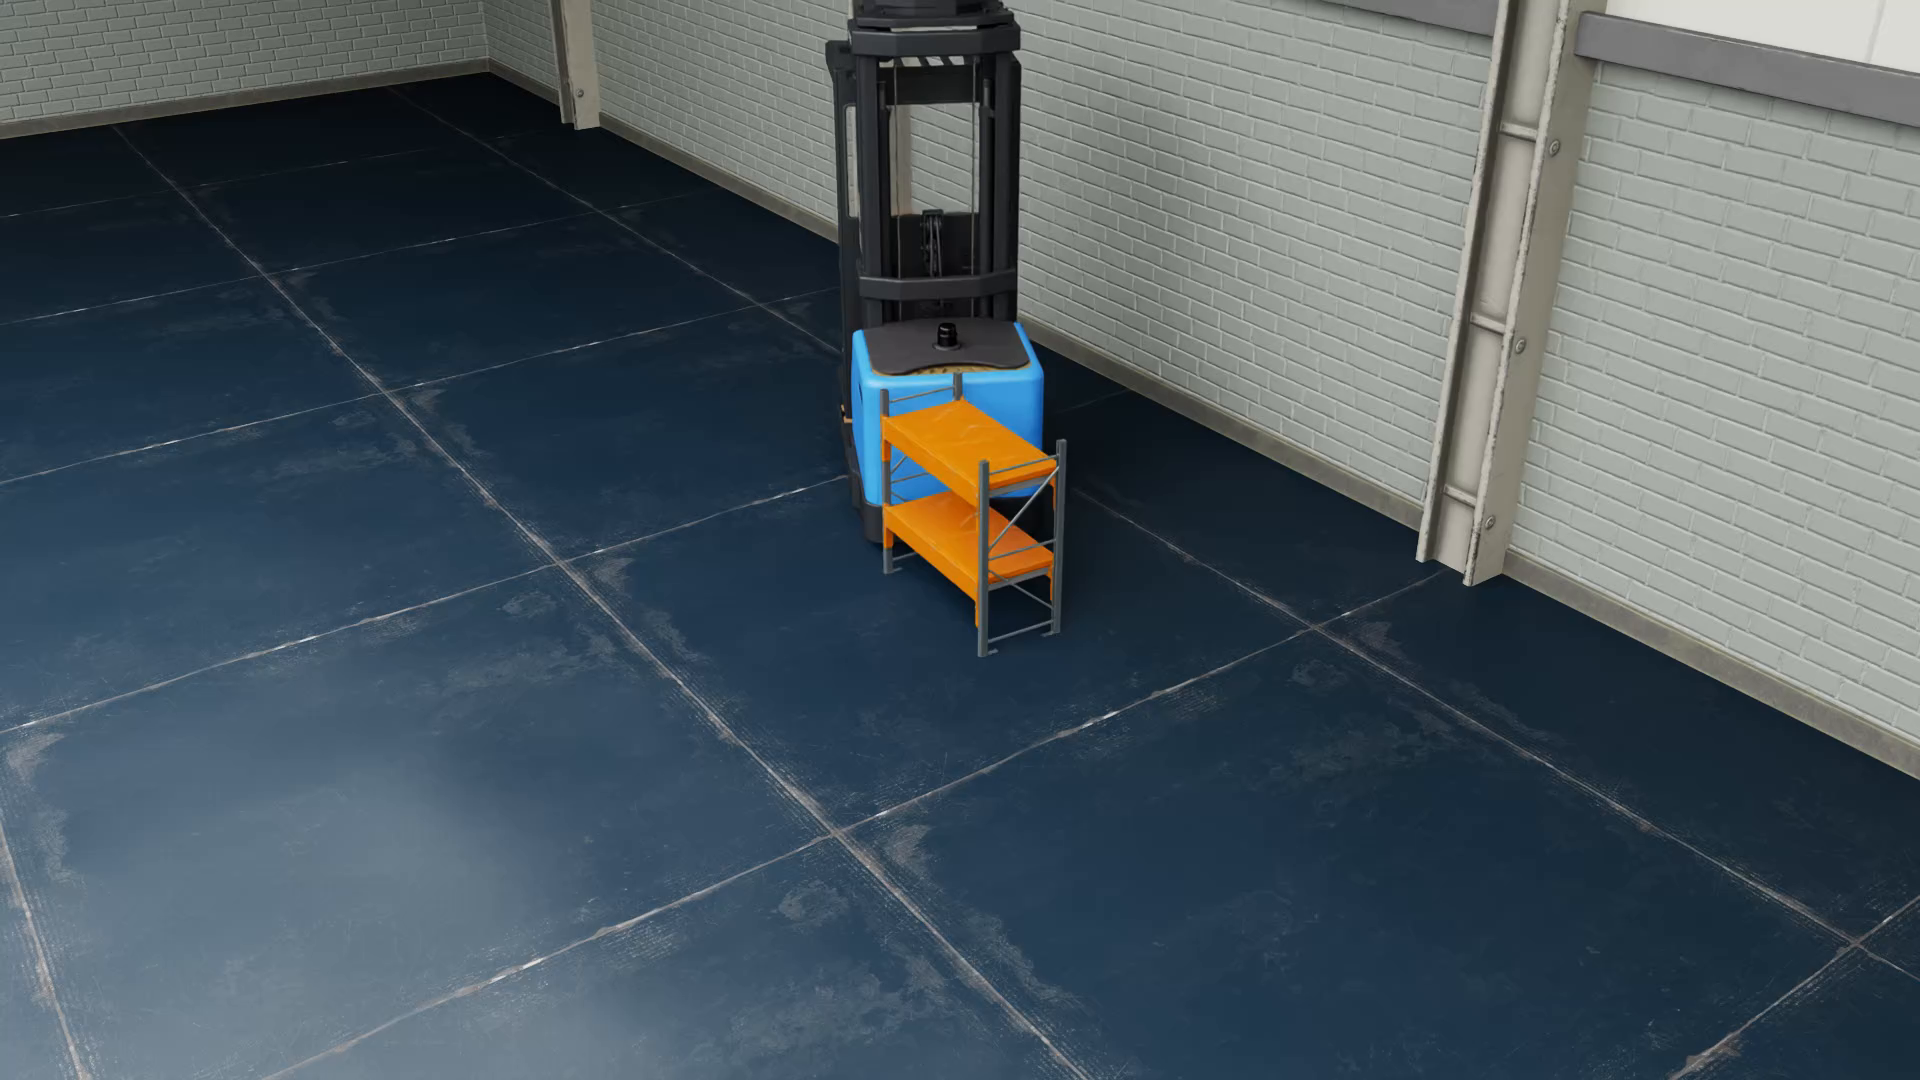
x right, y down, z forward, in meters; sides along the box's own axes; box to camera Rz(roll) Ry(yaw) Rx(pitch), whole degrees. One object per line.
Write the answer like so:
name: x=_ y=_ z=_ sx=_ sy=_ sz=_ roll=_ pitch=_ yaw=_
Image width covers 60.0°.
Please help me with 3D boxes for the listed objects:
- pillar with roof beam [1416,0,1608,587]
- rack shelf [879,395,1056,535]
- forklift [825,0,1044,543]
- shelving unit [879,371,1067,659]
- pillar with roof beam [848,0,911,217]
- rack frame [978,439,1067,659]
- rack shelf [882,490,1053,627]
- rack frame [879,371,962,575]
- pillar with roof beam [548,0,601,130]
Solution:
pillar with roof beam: x=-0.654 y=-2.621 z=5.146 sx=9.100 sy=9.000 sz=0.400 roll=-19 pitch=34 yaw=-31
rack shelf: x=0.052 y=-0.412 z=8.717 sx=0.538 sy=0.278 sz=1.000 roll=-16 pitch=32 yaw=-27
forklift: x=-0.224 y=-1.950 z=10.270 sx=1.130 sy=2.935 sz=3.031 roll=-4 pitch=29 yaw=-7
shelving unit: x=0.052 y=-0.155 z=8.856 sx=0.538 sy=1.125 sz=1.048 roll=-16 pitch=32 yaw=-27
pillar with roof beam: x=-4.134 y=-4.953 z=9.441 sx=9.100 sy=9.000 sz=0.400 roll=-19 pitch=34 yaw=-31
rack frame: x=0.314 y=0.053 z=8.473 sx=0.500 sy=1.125 sz=0.032 roll=-16 pitch=32 yaw=-27
rack shelf: x=0.052 y=0.060 z=8.973 sx=0.538 sy=0.278 sz=1.000 roll=-16 pitch=32 yaw=-27
rack frame: x=-0.209 y=-0.363 z=9.240 sx=0.500 sy=1.125 sz=0.032 roll=-16 pitch=32 yaw=-27
pillar with roof beam: x=-7.614 y=-7.286 z=13.736 sx=9.100 sy=9.000 sz=0.400 roll=-19 pitch=34 yaw=-31
